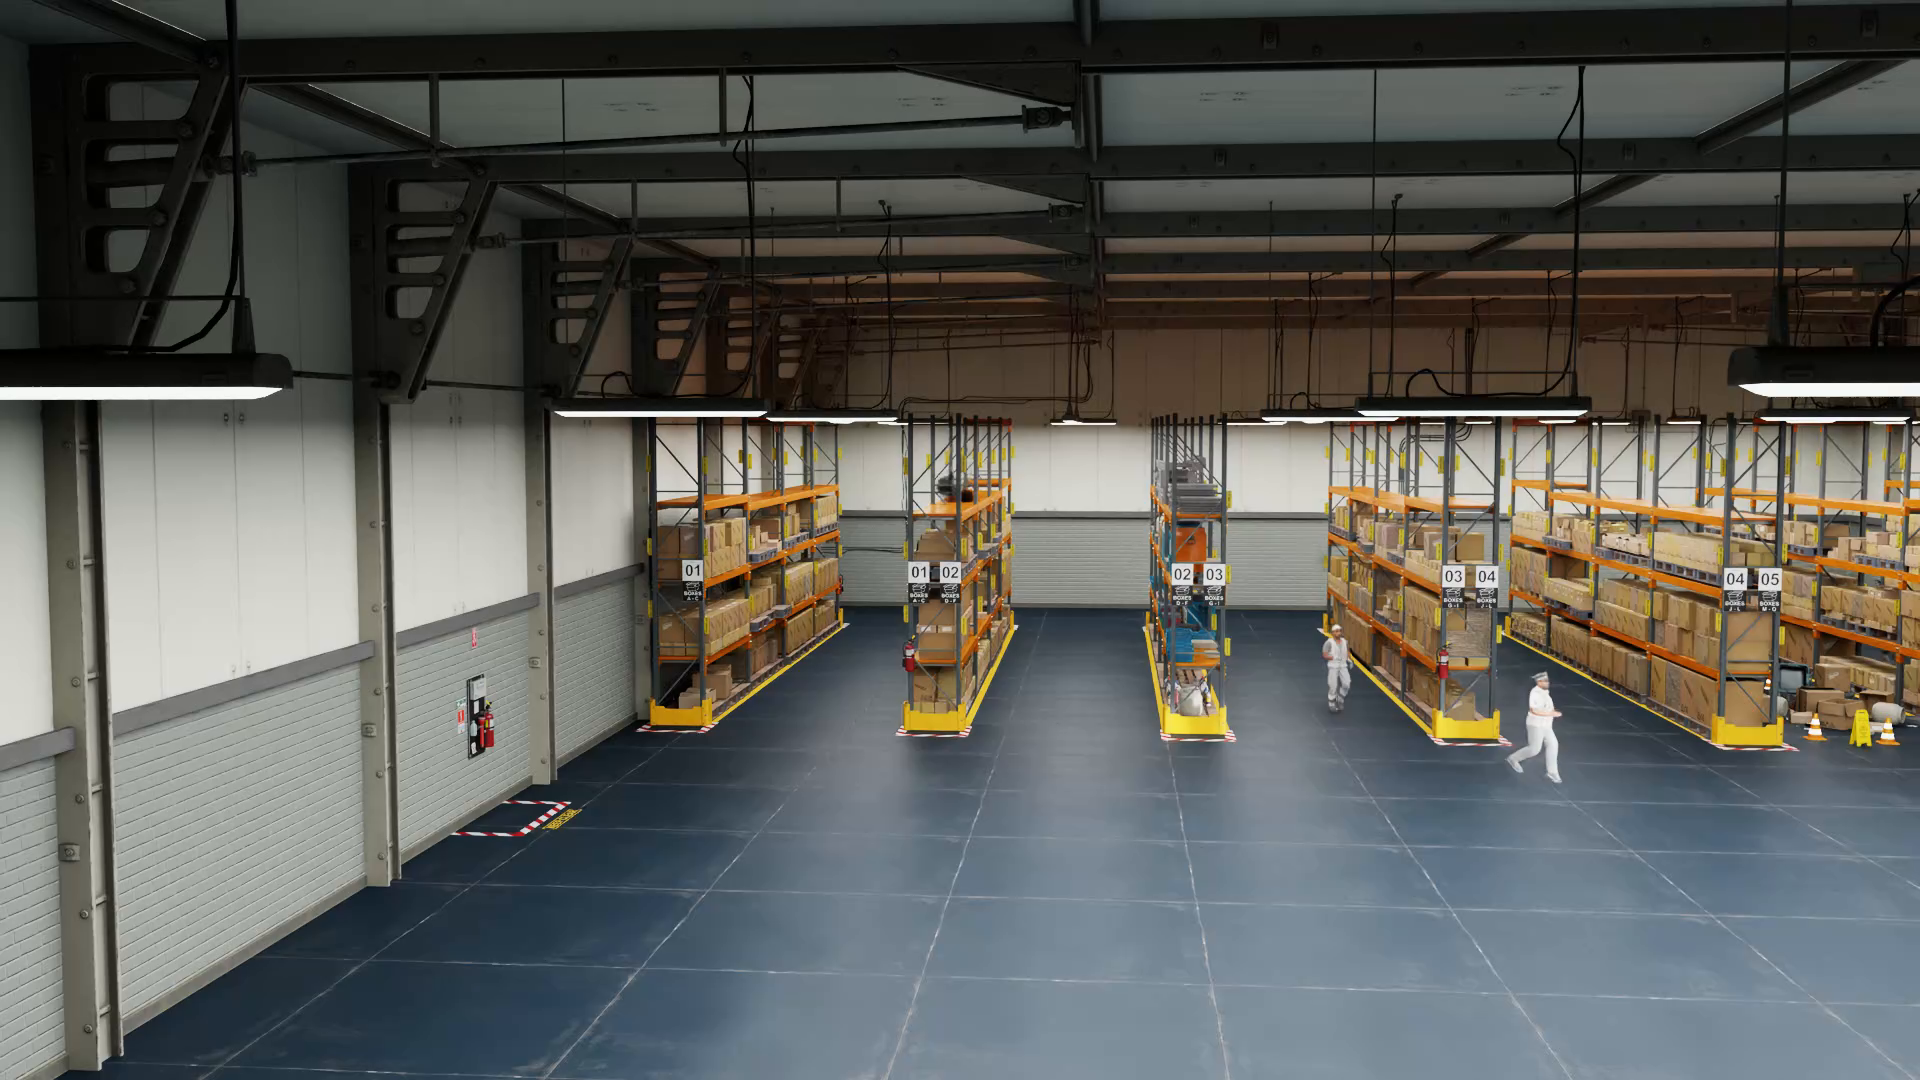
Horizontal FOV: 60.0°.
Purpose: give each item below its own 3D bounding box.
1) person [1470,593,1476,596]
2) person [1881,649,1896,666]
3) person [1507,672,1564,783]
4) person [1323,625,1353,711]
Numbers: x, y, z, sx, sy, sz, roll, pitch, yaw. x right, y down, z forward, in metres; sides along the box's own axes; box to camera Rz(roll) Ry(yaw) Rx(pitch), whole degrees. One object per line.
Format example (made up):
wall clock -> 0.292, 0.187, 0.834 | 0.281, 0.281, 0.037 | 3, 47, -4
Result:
person -> 13.890, 1.806, 45.879 | 0.637, 1.624, 0.953 | 3, 5, 35
person -> 21.312, 2.325, 38.012 | 0.584, 1.659, 0.597 | 0, 4, 5
person -> 9.388, 3.038, 27.077 | 0.938, 1.836, 0.693 | 3, 5, 36
person -> 7.598, 2.578, 33.393 | 0.634, 1.750, 0.661 | 0, 4, -6
